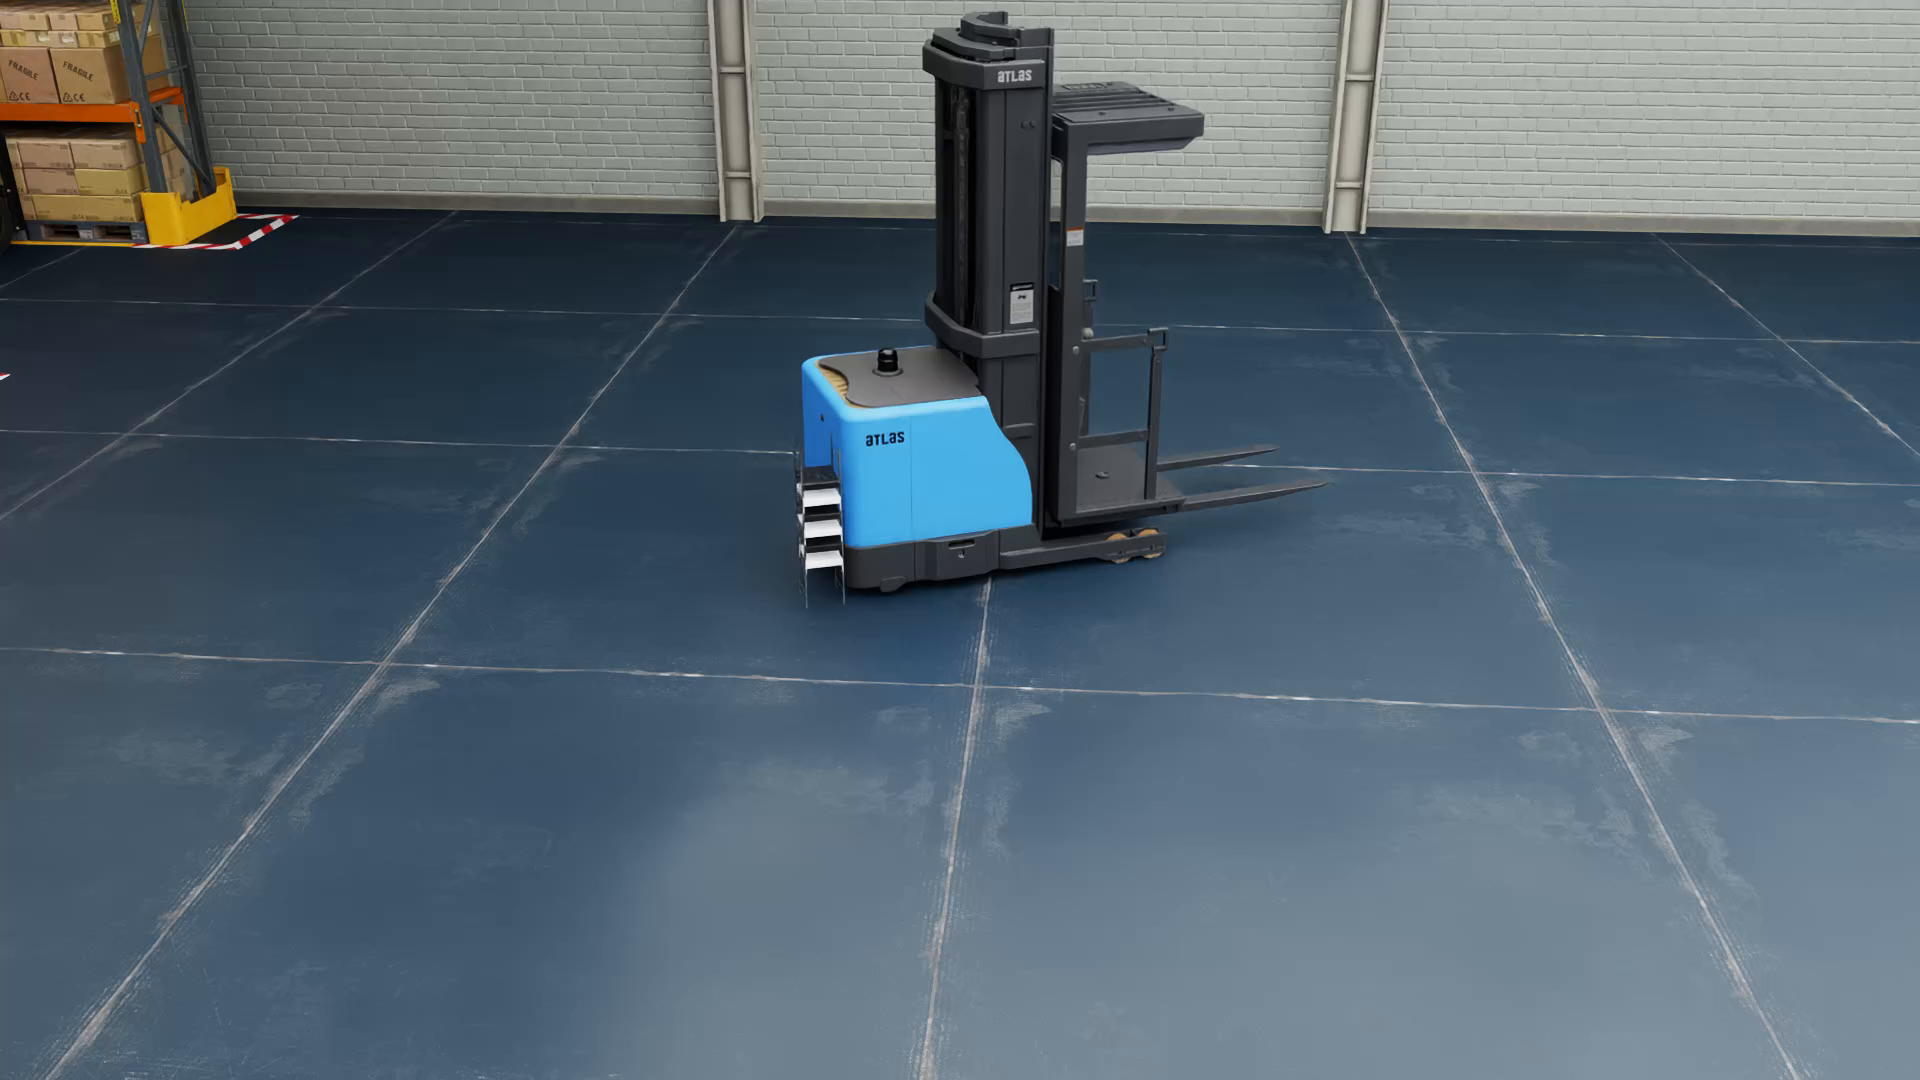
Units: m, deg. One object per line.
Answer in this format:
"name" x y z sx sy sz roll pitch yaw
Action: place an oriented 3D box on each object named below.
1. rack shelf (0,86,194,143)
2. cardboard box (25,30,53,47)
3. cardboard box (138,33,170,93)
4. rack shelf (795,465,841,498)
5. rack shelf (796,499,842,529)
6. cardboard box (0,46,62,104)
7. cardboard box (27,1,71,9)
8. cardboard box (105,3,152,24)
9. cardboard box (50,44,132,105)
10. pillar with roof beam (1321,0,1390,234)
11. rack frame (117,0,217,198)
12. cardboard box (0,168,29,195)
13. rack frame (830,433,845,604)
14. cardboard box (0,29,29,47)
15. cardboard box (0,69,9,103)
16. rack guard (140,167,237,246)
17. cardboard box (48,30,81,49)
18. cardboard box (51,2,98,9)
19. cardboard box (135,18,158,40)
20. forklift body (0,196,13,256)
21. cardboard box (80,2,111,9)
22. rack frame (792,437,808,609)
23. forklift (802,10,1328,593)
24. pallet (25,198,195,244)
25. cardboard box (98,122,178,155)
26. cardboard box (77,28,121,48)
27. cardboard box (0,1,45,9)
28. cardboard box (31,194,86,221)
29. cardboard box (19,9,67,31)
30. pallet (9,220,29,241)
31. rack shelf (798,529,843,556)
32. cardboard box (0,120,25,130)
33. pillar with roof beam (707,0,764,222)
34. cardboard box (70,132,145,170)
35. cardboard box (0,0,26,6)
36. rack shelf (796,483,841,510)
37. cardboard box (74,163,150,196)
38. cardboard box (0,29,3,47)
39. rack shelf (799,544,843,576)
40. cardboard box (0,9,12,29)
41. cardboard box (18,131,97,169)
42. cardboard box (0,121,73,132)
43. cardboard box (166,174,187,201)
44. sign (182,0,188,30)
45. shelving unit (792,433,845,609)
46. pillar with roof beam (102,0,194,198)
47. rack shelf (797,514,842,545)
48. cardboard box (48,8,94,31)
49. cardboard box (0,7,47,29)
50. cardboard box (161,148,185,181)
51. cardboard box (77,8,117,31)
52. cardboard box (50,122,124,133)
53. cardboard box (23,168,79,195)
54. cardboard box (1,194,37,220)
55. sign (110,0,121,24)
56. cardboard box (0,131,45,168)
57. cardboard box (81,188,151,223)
"rack shelf" -9.553 -4.152 16.045 4.000 0.370 1.077 2 25 4
"cardboard box" -8.437 -4.679 15.434 0.250 0.149 0.380 2 25 5
"cardboard box" -8.031 -4.592 16.021 0.500 0.500 0.500 3 25 6
"rack shelf" -0.754 -0.314 8.790 0.200 0.077 0.258 -6 25 -14
"rack shelf" -0.754 -0.151 8.865 0.200 0.077 0.258 -6 25 -14
"cardboard box" -8.586 -4.387 15.576 0.500 0.500 0.500 3 25 6
"cardboard box" -8.645 -5.029 15.839 0.250 0.149 0.380 2 25 4
"cardboard box" -7.877 -4.990 15.754 0.250 0.149 0.380 1 25 3
"cardboard box" -8.069 -4.366 15.531 0.500 0.500 0.500 1 25 3
"pillar with roof beam" 3.451 -5.360 10.632 0.400 9.000 9.100 2 25 4
"rack frame" -7.559 -4.415 15.756 0.127 3.000 1.000 2 25 4
"cardboard box" -9.083 -3.497 15.950 0.500 0.250 0.500 1 25 3
"rack frame" -0.656 -0.110 8.913 0.006 0.900 0.240 -6 25 -14
"cardboard box" -8.683 -4.691 15.461 0.250 0.149 0.380 2 25 4
"cardboard box" -9.097 -4.403 15.611 0.500 0.500 0.500 1 25 3
"rack guard" -7.535 -3.278 16.276 0.348 0.500 1.175 2 25 4
"cardboard box" -8.183 -4.645 15.360 0.250 0.149 0.380 2 25 5
"cardboard box" -8.400 -5.015 15.808 0.250 0.149 0.380 2 25 5
"cardboard box" -7.877 -4.874 15.858 0.250 0.149 0.380 1 25 3
"forklift body" -9.589 -3.329 14.412 1.214 2.155 2.313 2 25 4
"cardboard box" -8.137 -5.024 15.829 0.250 0.149 0.380 3 25 6
"rack frame" -0.852 -0.088 8.865 0.006 0.900 0.240 -6 25 -14
"forklift" 0.663 -1.399 9.285 3.031 2.935 1.130 -8 26 -17
"pallet" -8.324 -3.155 16.354 1.213 0.211 1.003 2 25 4
"cardboard box" -8.023 -3.905 16.238 0.500 0.250 0.500 1 25 3
"cardboard box" -7.926 -4.649 15.369 0.250 0.149 0.380 2 25 5
"cardboard box" -8.910 -5.027 15.834 0.250 0.149 0.380 3 25 6
"cardboard box" -8.546 -3.259 16.032 0.500 0.250 0.500 2 25 4
"cardboard box" -8.443 -4.805 15.354 0.250 0.149 0.380 2 25 5
"pallet" -9.537 -3.195 16.441 1.213 0.211 1.003 2 25 4
"rack shelf" -0.754 0.013 8.940 0.200 0.077 0.258 -6 25 -14
"cardboard box" -9.530 -3.959 16.356 0.500 0.250 0.500 1 25 3
"pillar with roof beam" -2.531 -5.552 11.050 0.400 9.000 9.100 2 25 4
"cardboard box" -8.042 -3.695 15.783 0.500 0.250 0.500 3 25 6
"cardboard box" -9.164 -5.076 15.942 0.250 0.149 0.380 1 25 3
"rack shelf" -0.754 -0.232 8.827 0.200 0.077 0.258 -6 25 -14
"cardboard box" -8.068 -3.469 15.889 0.500 0.250 0.500 2 25 3
"cardboard box" -8.953 -4.680 15.437 0.250 0.149 0.380 1 25 2
"rack shelf" -0.754 0.095 8.978 0.200 0.077 0.258 -6 25 -14
"cardboard box" -8.954 -4.807 15.356 0.250 0.149 0.380 2 25 5
"cardboard box" -8.551 -3.709 15.813 0.500 0.250 0.500 2 25 5
"cardboard box" -9.020 -3.940 16.314 0.500 0.250 0.500 2 25 4
"cardboard box" -8.033 -3.453 16.454 0.500 0.250 0.500 2 25 4
"sign" -7.510 -5.075 16.060 0.005 0.325 0.100 2 25 4
"shelving unit" -0.754 -0.099 8.889 0.210 0.900 0.258 -6 25 -14
"pillar with roof beam" -8.513 -5.744 11.467 0.400 9.000 9.100 2 25 4
"rack shelf" -0.754 -0.069 8.903 0.200 0.077 0.258 -6 25 -14
"cardboard box" -8.180 -4.808 15.360 0.250 0.149 0.380 2 25 4
"cardboard box" -8.686 -4.844 15.438 0.250 0.149 0.380 2 25 4
"cardboard box" -8.011 -3.685 16.359 0.500 0.250 0.500 2 25 5
"cardboard box" -7.932 -4.813 15.371 0.250 0.149 0.380 2 25 4
"cardboard box" -8.522 -3.919 16.270 0.500 0.250 0.500 2 25 4
"cardboard box" -8.567 -3.489 15.933 0.500 0.250 0.500 2 25 3
"cardboard box" -9.044 -3.279 16.075 0.500 0.250 0.500 2 25 5
"sign" -7.614 -4.822 14.974 0.005 0.325 0.100 2 25 4
"cardboard box" -9.055 -3.721 15.839 0.500 0.250 0.500 2 25 5
"cardboard box" -8.051 -3.240 15.989 0.500 0.250 0.500 2 25 4
